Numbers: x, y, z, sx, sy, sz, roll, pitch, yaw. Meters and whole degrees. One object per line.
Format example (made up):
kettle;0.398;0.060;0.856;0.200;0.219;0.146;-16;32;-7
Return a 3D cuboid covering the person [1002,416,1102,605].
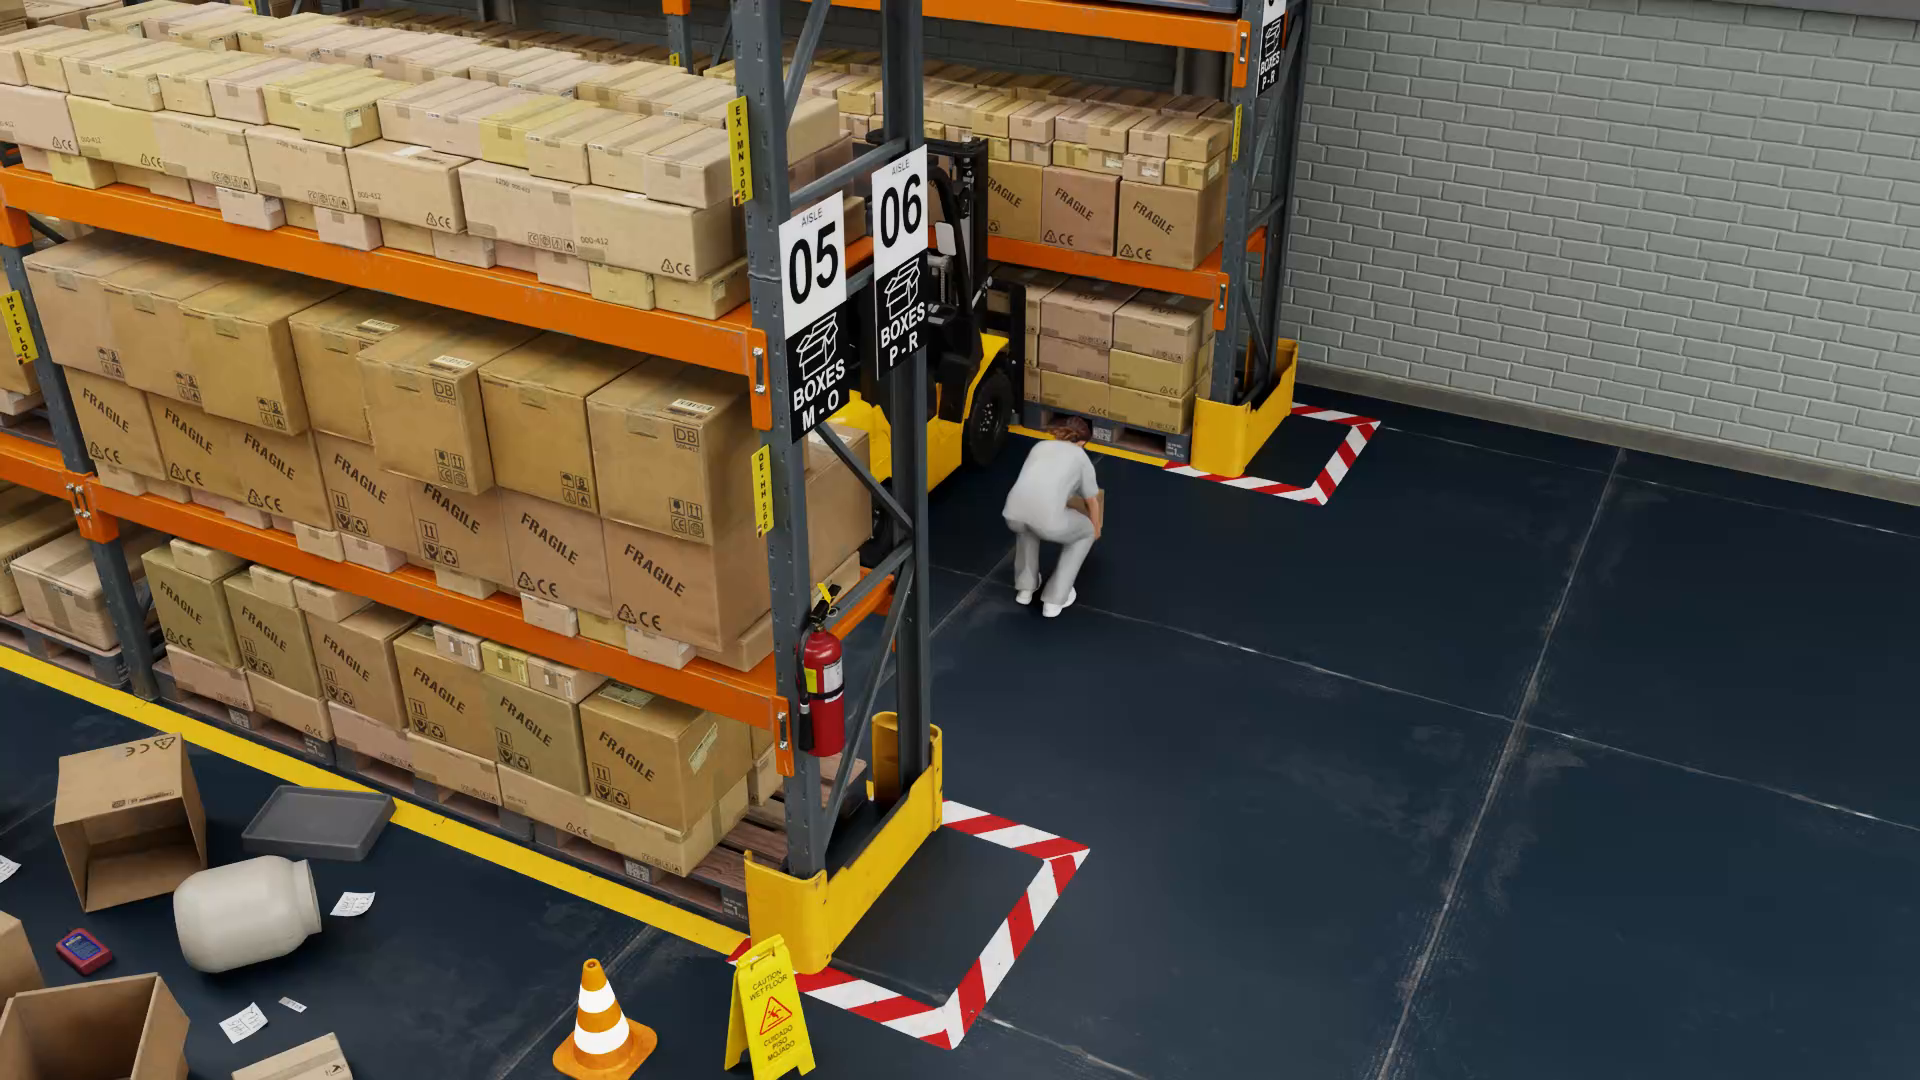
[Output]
person;0.522;-0.155;9.231;0.463;0.911;0.856;13;33;21
